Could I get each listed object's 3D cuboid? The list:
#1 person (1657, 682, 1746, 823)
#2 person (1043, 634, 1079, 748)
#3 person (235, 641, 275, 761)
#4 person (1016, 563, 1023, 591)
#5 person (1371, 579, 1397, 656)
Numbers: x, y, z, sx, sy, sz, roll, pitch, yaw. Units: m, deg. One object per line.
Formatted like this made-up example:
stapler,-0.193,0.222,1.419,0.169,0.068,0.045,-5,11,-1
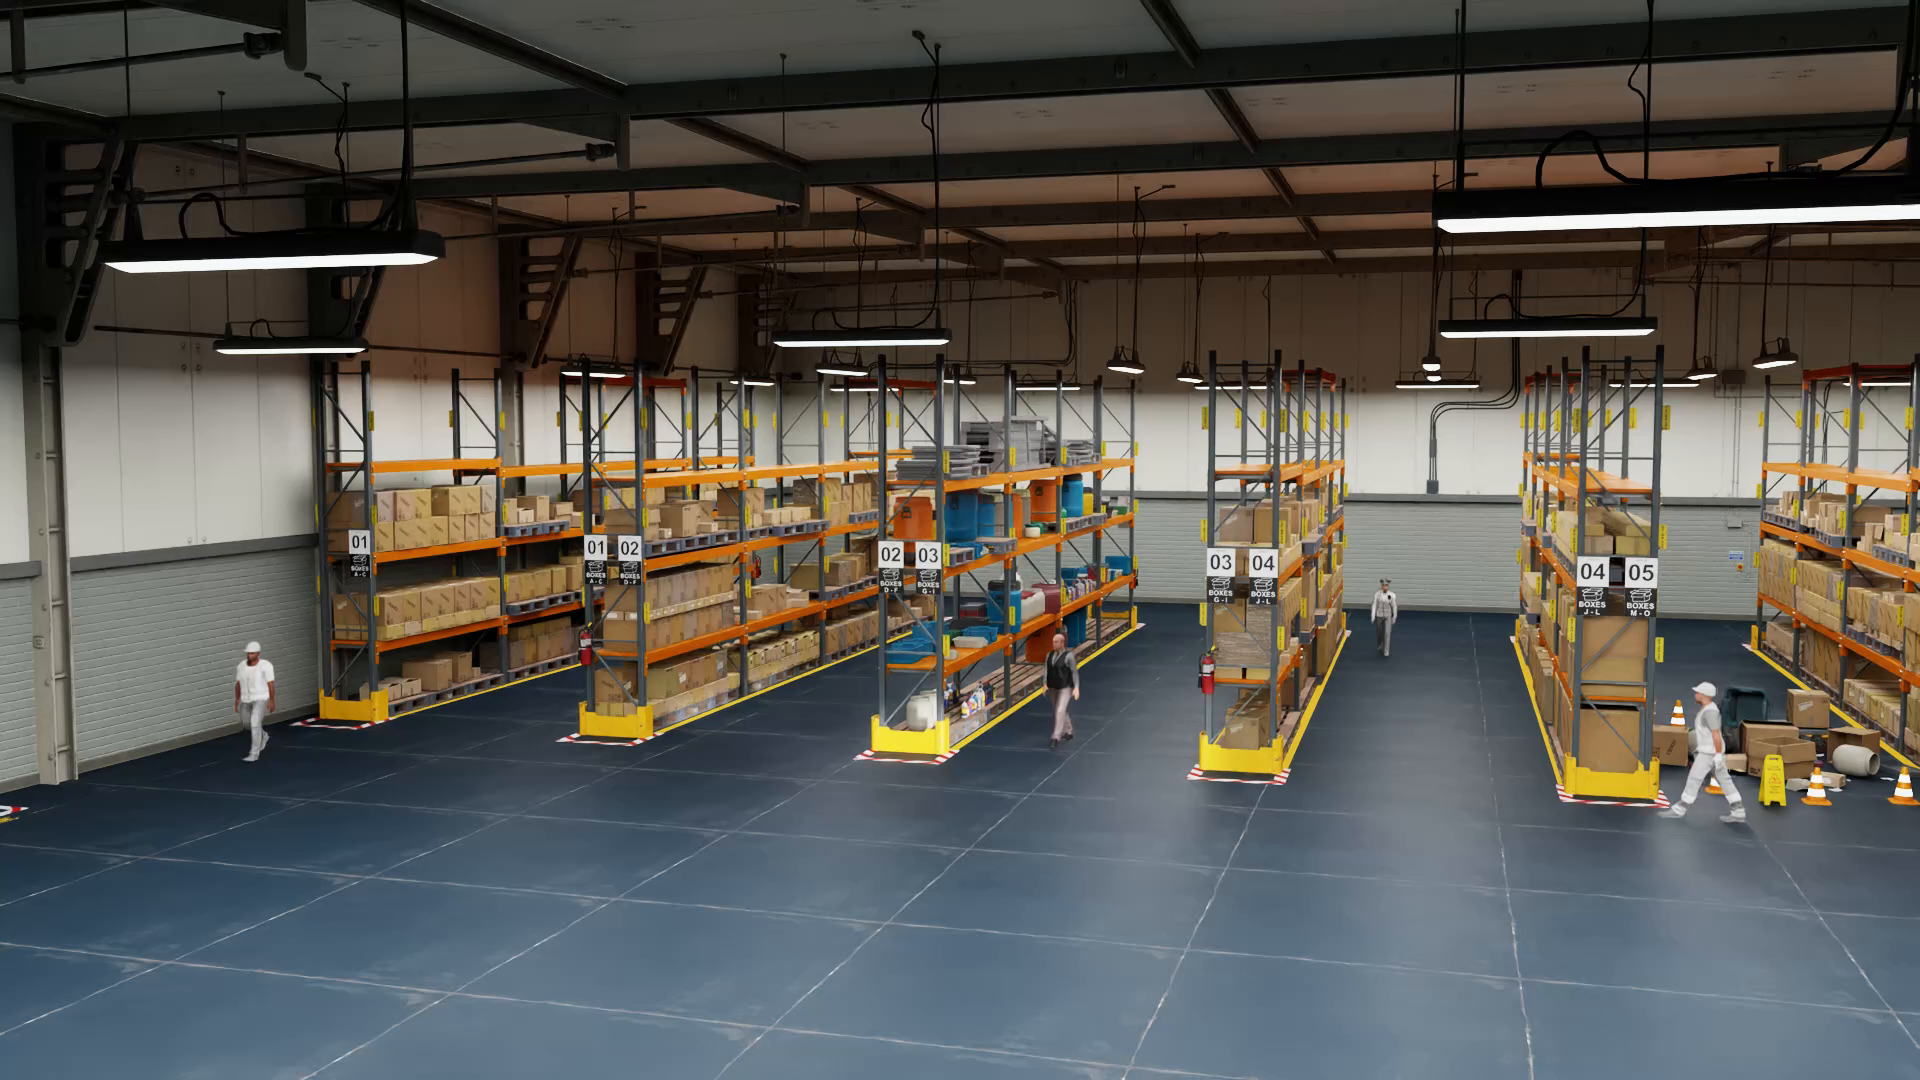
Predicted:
person,9.267,2.628,20.717,0.994,1.723,0.584,2,5,30
person,1.501,2.300,25.680,0.886,1.684,0.576,-4,6,-45
person,-10.468,2.369,24.685,0.584,1.748,0.866,1,4,11
person,1.255,1.362,39.410,0.500,1.663,0.537,-3,5,-37
person,9.073,1.629,35.550,0.524,1.621,1.049,1,4,16
